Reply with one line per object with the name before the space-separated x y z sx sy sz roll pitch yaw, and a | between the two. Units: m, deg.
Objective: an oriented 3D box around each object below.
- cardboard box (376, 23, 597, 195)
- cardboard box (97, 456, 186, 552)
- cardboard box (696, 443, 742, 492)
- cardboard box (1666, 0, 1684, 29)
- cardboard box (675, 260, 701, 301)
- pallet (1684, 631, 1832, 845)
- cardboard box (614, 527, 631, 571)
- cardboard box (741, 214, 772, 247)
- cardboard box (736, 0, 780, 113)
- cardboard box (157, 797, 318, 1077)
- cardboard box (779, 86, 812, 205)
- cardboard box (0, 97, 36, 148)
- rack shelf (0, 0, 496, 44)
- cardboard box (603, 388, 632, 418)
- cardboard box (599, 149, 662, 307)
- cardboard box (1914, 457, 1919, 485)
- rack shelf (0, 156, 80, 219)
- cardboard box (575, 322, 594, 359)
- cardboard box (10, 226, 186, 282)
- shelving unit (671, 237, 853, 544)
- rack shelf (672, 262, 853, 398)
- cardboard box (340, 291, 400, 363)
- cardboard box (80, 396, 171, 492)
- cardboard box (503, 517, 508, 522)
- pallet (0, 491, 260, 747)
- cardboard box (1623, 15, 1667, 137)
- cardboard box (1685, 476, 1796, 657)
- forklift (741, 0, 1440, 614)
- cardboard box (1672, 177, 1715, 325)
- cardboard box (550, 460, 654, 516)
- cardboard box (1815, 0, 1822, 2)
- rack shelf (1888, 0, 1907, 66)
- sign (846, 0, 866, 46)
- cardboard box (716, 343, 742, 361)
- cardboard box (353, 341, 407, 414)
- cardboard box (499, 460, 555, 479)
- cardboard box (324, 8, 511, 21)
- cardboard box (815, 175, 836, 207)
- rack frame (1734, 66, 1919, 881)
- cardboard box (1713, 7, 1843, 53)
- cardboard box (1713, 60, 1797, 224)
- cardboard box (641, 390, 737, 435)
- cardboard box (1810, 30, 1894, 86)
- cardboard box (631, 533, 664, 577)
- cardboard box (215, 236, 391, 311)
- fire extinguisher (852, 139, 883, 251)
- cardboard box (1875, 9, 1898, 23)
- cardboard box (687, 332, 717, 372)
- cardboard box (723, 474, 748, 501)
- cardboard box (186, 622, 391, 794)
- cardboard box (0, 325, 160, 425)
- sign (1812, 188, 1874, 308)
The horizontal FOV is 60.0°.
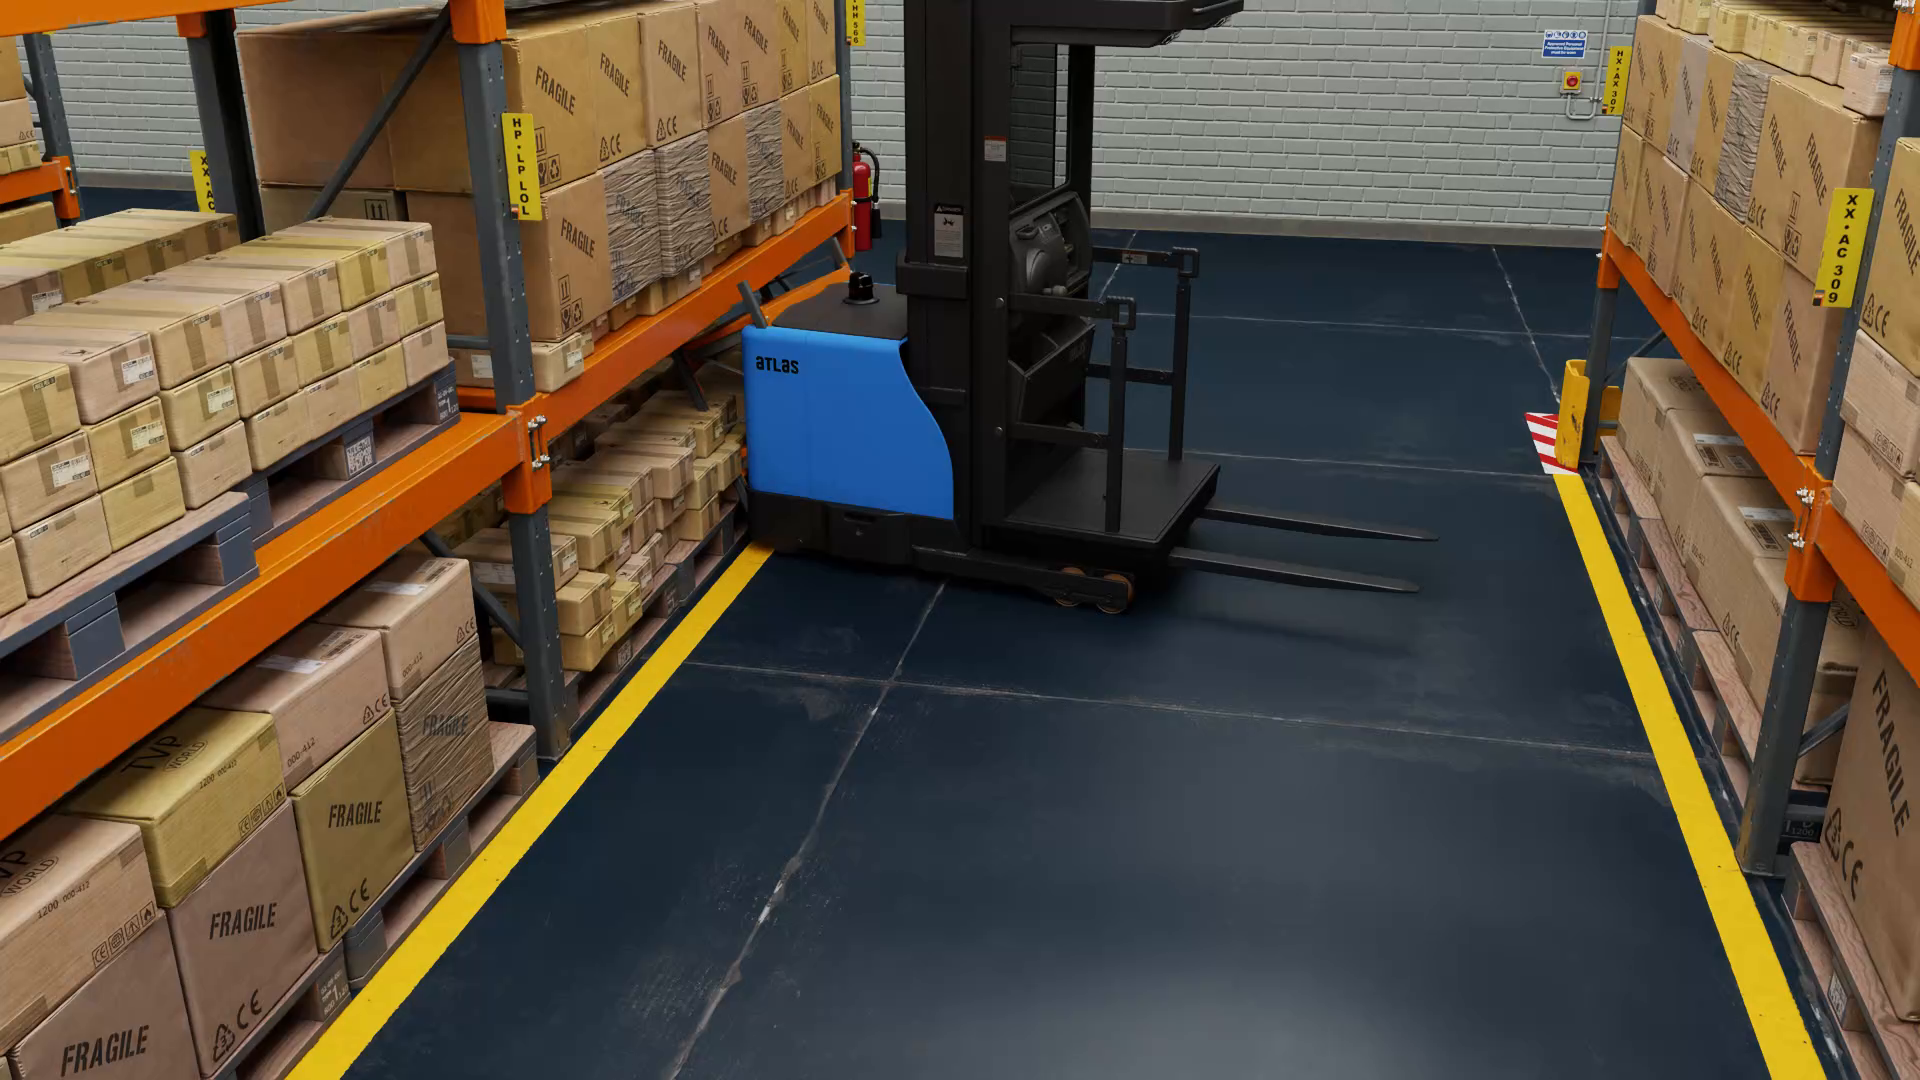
cardboard box | -1.572 -1.455 5.580 0.500 0.500 0.500 5 22 12
cardboard box | -2.053 -0.101 3.864 0.380 0.149 0.250 5 23 13
cardboard box | -1.212 -0.343 7.545 0.380 0.149 0.250 5 22 11
cardboard box | 3.287 -2.297 7.202 0.380 0.149 0.250 5 23 13
cardboard box | -1.303 -1.107 6.925 0.380 0.149 0.250 5 23 13
pallet | 3.196 0.702 5.829 1.003 0.211 1.213 4 22 11
cardboard box | -1.537 0.030 6.619 0.380 0.149 0.250 4 22 11
cardboard box | -1.112 -1.495 7.888 0.380 0.149 0.250 3 22 9
cardboard box | -1.137 -2.209 7.452 0.500 0.500 0.500 6 23 14
cardboard box | -2.021 0.969 4.215 0.500 0.500 0.500 4 22 10
cardboard box | -1.036 -1.935 8.112 0.500 0.500 0.500 4 22 10
cardboard box | -5.761 -2.409 9.622 0.500 0.250 0.500 4 22 10
rack shelf | -2.311 -0.986 3.235 1.077 0.370 4.000 4 22 11
cardboard box | -1.775 -0.623 7.842 0.380 0.149 0.250 5 22 12
cardboard box | -1.461 -1.188 6.256 0.500 0.500 0.500 4 22 11
cardboard box | 2.519 -0.150 3.742 0.500 0.250 0.500 5 22 12
rack shelf | -6.330 -1.473 8.458 1.077 0.370 4.000 4 22 11
cardboard box | -1.545 -0.722 5.968 0.380 0.149 0.250 5 22 12
cardboard box | -2.484 -0.803 4.810 0.380 0.149 0.250 5 22 12
shelving unit | -0.763 -0.736 7.929 0.538 1.125 1.048 -19 13 25
rack shelf | -0.881 -0.997 7.869 0.538 0.278 1.000 -19 13 25
cardboard box | -1.843 -0.619 4.752 0.380 0.149 0.250 5 22 11
cardboard box | -2.056 -0.233 3.794 0.380 0.149 0.250 5 22 11
cardboard box | -1.922 -0.093 6.926 0.380 0.149 0.250 5 22 11
pallet | -2.355 0.165 3.686 1.003 0.211 1.213 4 22 11
cardboard box | 3.403 -2.139 7.677 0.500 0.500 0.500 4 22 10
cardboard box | 3.379 0.125 6.395 0.875 0.438 0.875 4 22 9
forklift | 0.581 -1.271 7.086 3.031 2.935 1.130 9 24 20
cardboard box | 3.118 -1.119 6.483 0.500 0.500 0.500 5 23 13
cardboard box | -1.481 -0.208 6.813 0.380 0.149 0.250 4 22 10
cardboard box | 3.875 -2.352 7.339 0.380 0.149 0.250 5 22 12
rack shelf | 3.372 -2.109 6.022 1.077 0.370 4.000 4 22 11
sign | -0.547 -2.757 8.711 0.100 0.325 0.005 4 22 11
cardboard box | -1.054 -0.971 8.707 0.380 0.149 0.250 5 22 12
cardboard box | -1.842 -0.483 4.812 0.380 0.149 0.250 5 22 11
cardboard box | -1.899 -0.235 6.880 0.380 0.149 0.250 5 23 13
cardboard box | -1.971 -1.690 6.165 0.500 0.500 0.500 4 22 9
cardboard box | -0.876 -1.866 8.807 0.380 0.149 0.250 4 22 11
rack frame | 2.964 -0.320 4.632 1.000 3.000 0.127 4 22 11
cardboard box | 3.079 -1.921 6.268 0.380 0.149 0.250 4 22 10
cardboard box | 2.996 -1.395 5.831 0.500 0.500 0.500 5 22 12
cardboard box | -1.260 -0.586 7.751 0.380 0.149 0.250 4 22 9
cardboard box | 2.970 -1.540 5.322 0.380 0.149 0.250 4 22 10
cardboard box | -1.457 0.070 6.918 0.380 0.149 0.250 4 22 10
cardboard box | -1.848 -0.754 4.689 0.380 0.149 0.250 4 22 9
fire extinguisher | -0.583 -1.971 9.335 0.296 0.674 0.183 4 22 11
cardboard box | 3.624 -1.882 6.170 0.380 0.149 0.250 5 23 13
cardboard box | -1.464 -0.996 8.768 0.380 0.149 0.250 5 22 12
cardboard box | -1.185 -0.307 7.855 0.380 0.149 0.250 5 22 12
cardboard box | -1.925 0.435 4.537 0.500 0.250 0.500 6 23 13
cardboard box | -2.060 -0.376 3.750 0.380 0.149 0.250 3 22 9
sign | 2.420 -0.800 4.559 0.100 0.325 0.005 4 22 11
